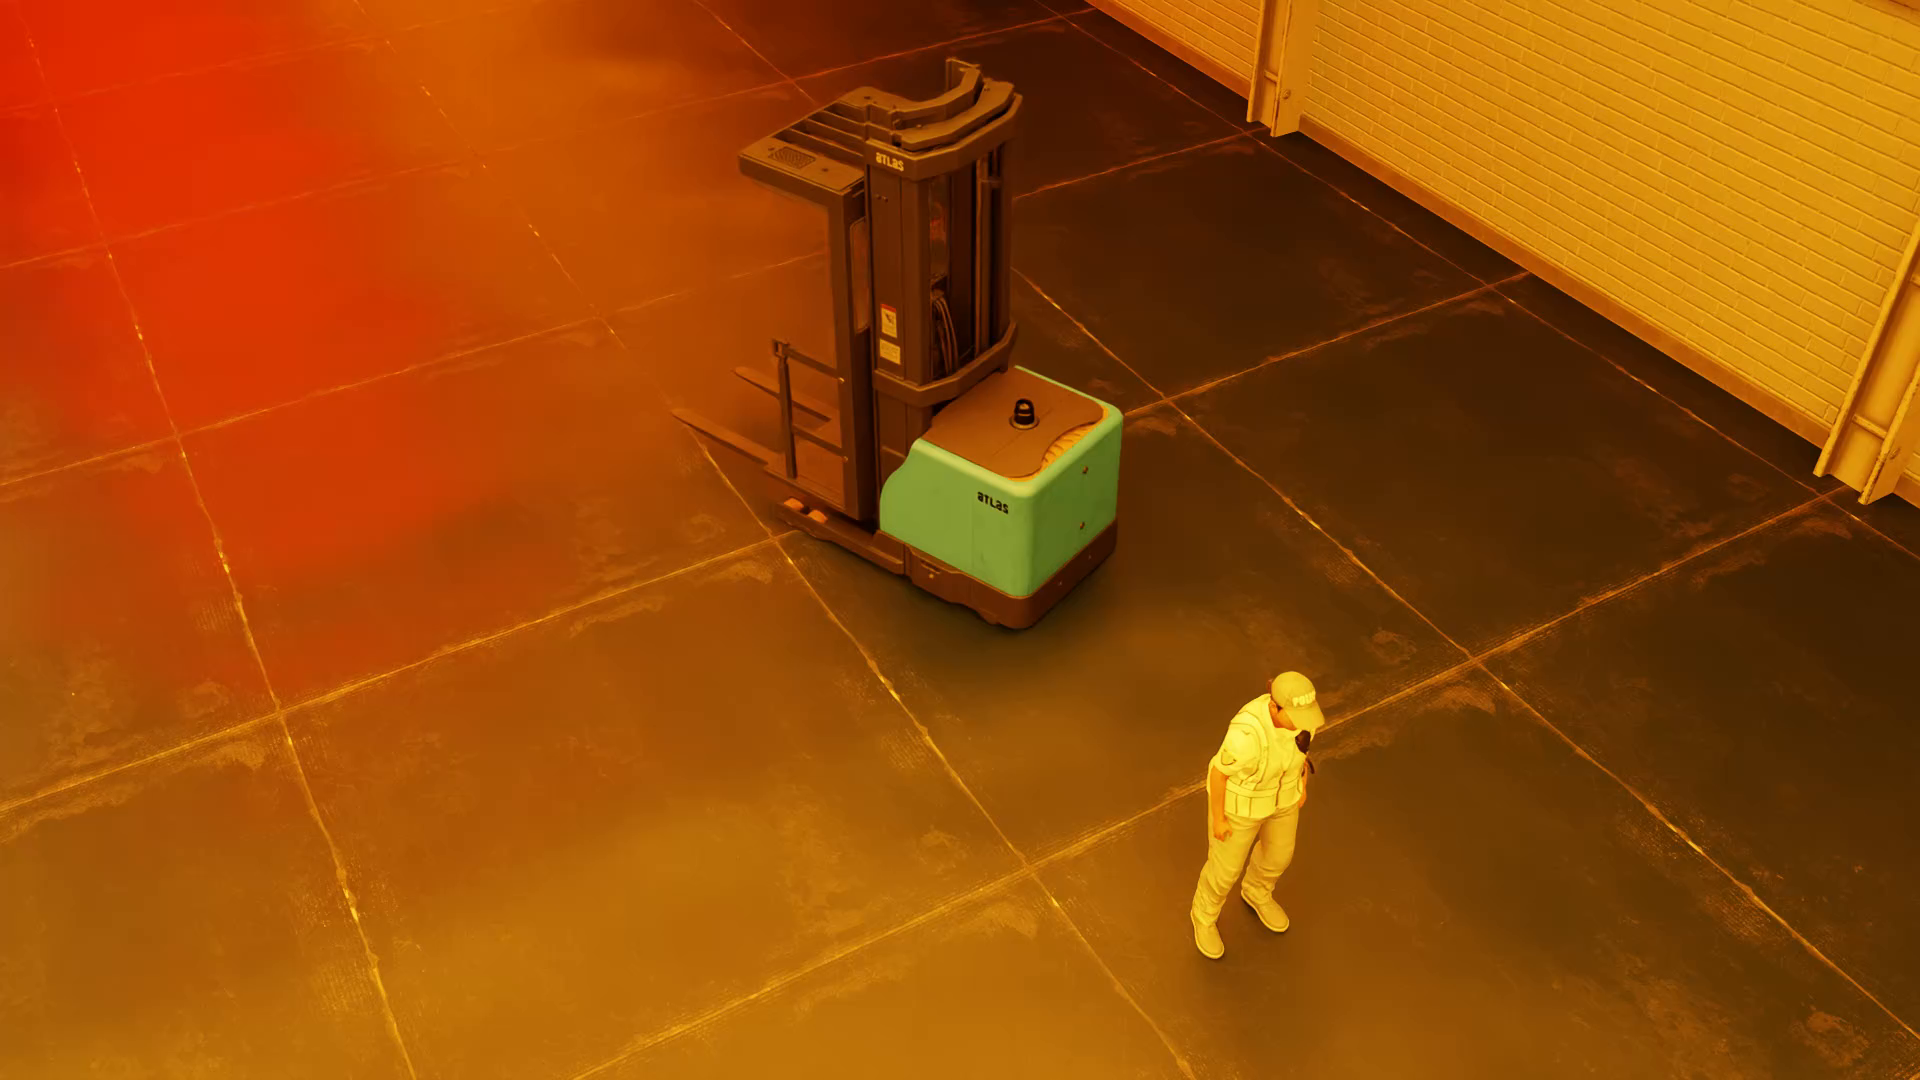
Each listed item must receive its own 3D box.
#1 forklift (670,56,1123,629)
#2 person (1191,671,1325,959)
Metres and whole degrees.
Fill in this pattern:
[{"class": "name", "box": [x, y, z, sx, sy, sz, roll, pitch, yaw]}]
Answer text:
[{"class": "forklift", "box": [-0.521, -1.385, 9.706, 3.031, 2.935, 1.130, 26, 46, 28]}, {"class": "person", "box": [1.359, 1.204, 7.578, 0.555, 1.665, 0.467, -18, 43, -20]}]
